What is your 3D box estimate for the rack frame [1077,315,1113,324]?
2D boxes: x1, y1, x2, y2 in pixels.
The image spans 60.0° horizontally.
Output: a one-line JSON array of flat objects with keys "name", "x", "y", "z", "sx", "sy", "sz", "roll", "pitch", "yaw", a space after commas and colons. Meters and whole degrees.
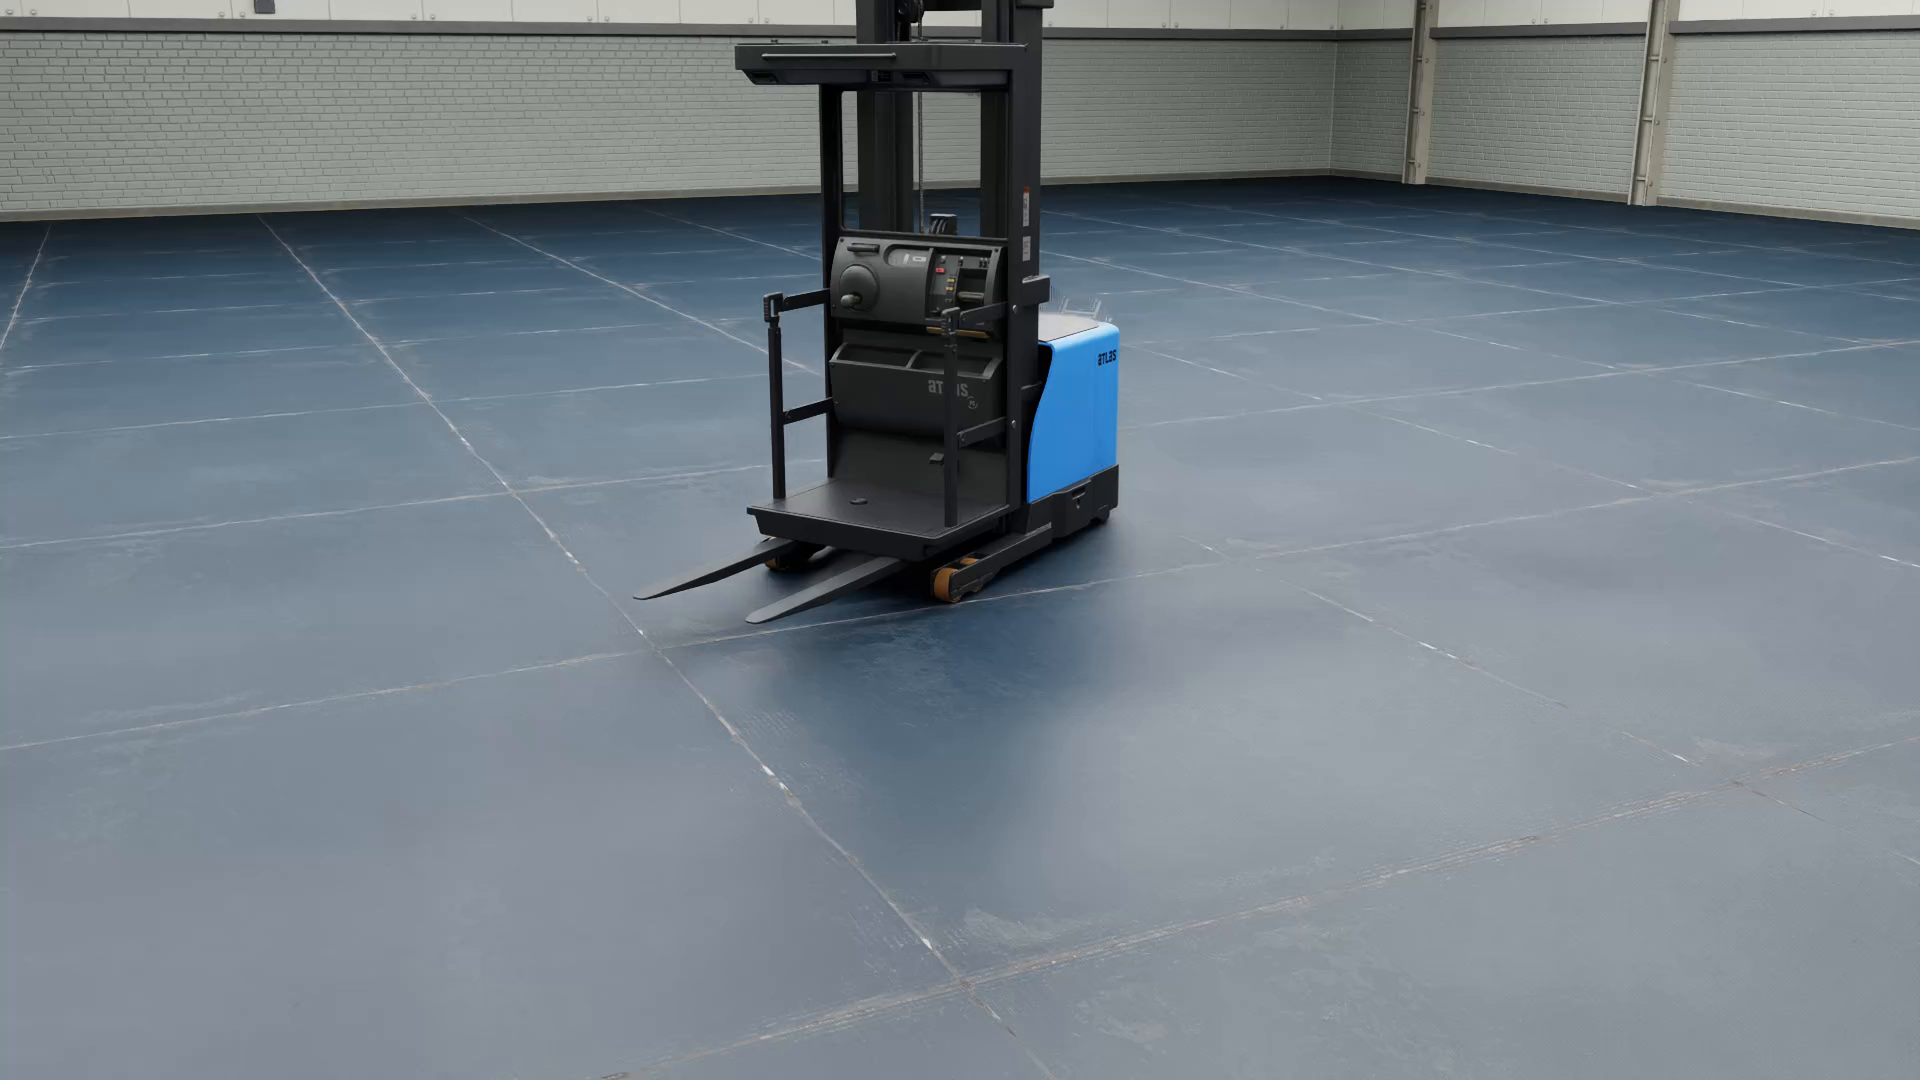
[{"name": "rack frame", "x": 0.614, "y": -0.818, "z": 9.898, "sx": 0.240, "sy": 1.200, "sz": 0.006, "roll": 10, "pitch": -20, "yaw": 31}]

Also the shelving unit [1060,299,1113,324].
[{"name": "shelving unit", "x": 0.575, "y": -0.857, "z": 9.825, "sx": 0.258, "sy": 1.200, "sz": 0.189, "roll": 10, "pitch": -20, "yaw": 31}]

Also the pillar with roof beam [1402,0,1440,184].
[{"name": "pillar with roof beam", "x": 5.575, "y": -11.225, "z": 31.553, "sx": 9.100, "sy": 9.000, "sz": 0.400, "roll": -8, "pitch": 18, "yaw": -25}]

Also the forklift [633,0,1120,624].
[{"name": "forklift", "x": -0.327, "y": -1.261, "z": 7.830, "sx": 1.130, "sy": 2.935, "sz": 3.031, "roll": 10, "pitch": 19, "yaw": 30}]

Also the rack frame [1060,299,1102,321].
[{"name": "rack frame", "x": 0.537, "y": -0.896, "z": 9.752, "sx": 0.240, "sy": 1.200, "sz": 0.006, "roll": 10, "pitch": -20, "yaw": 31}]

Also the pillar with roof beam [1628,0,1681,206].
[{"name": "pillar with roof beam", "x": 8.204, "y": -9.737, "z": 26.369, "sx": 9.100, "sy": 9.000, "sz": 0.400, "roll": -8, "pitch": 18, "yaw": -25}]

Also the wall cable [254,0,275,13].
[{"name": "wall cable", "x": -10.432, "y": -11.607, "z": 26.719, "sx": 2.305, "sy": 6.003, "sz": 0.169, "roll": -8, "pitch": 18, "yaw": -25}]
